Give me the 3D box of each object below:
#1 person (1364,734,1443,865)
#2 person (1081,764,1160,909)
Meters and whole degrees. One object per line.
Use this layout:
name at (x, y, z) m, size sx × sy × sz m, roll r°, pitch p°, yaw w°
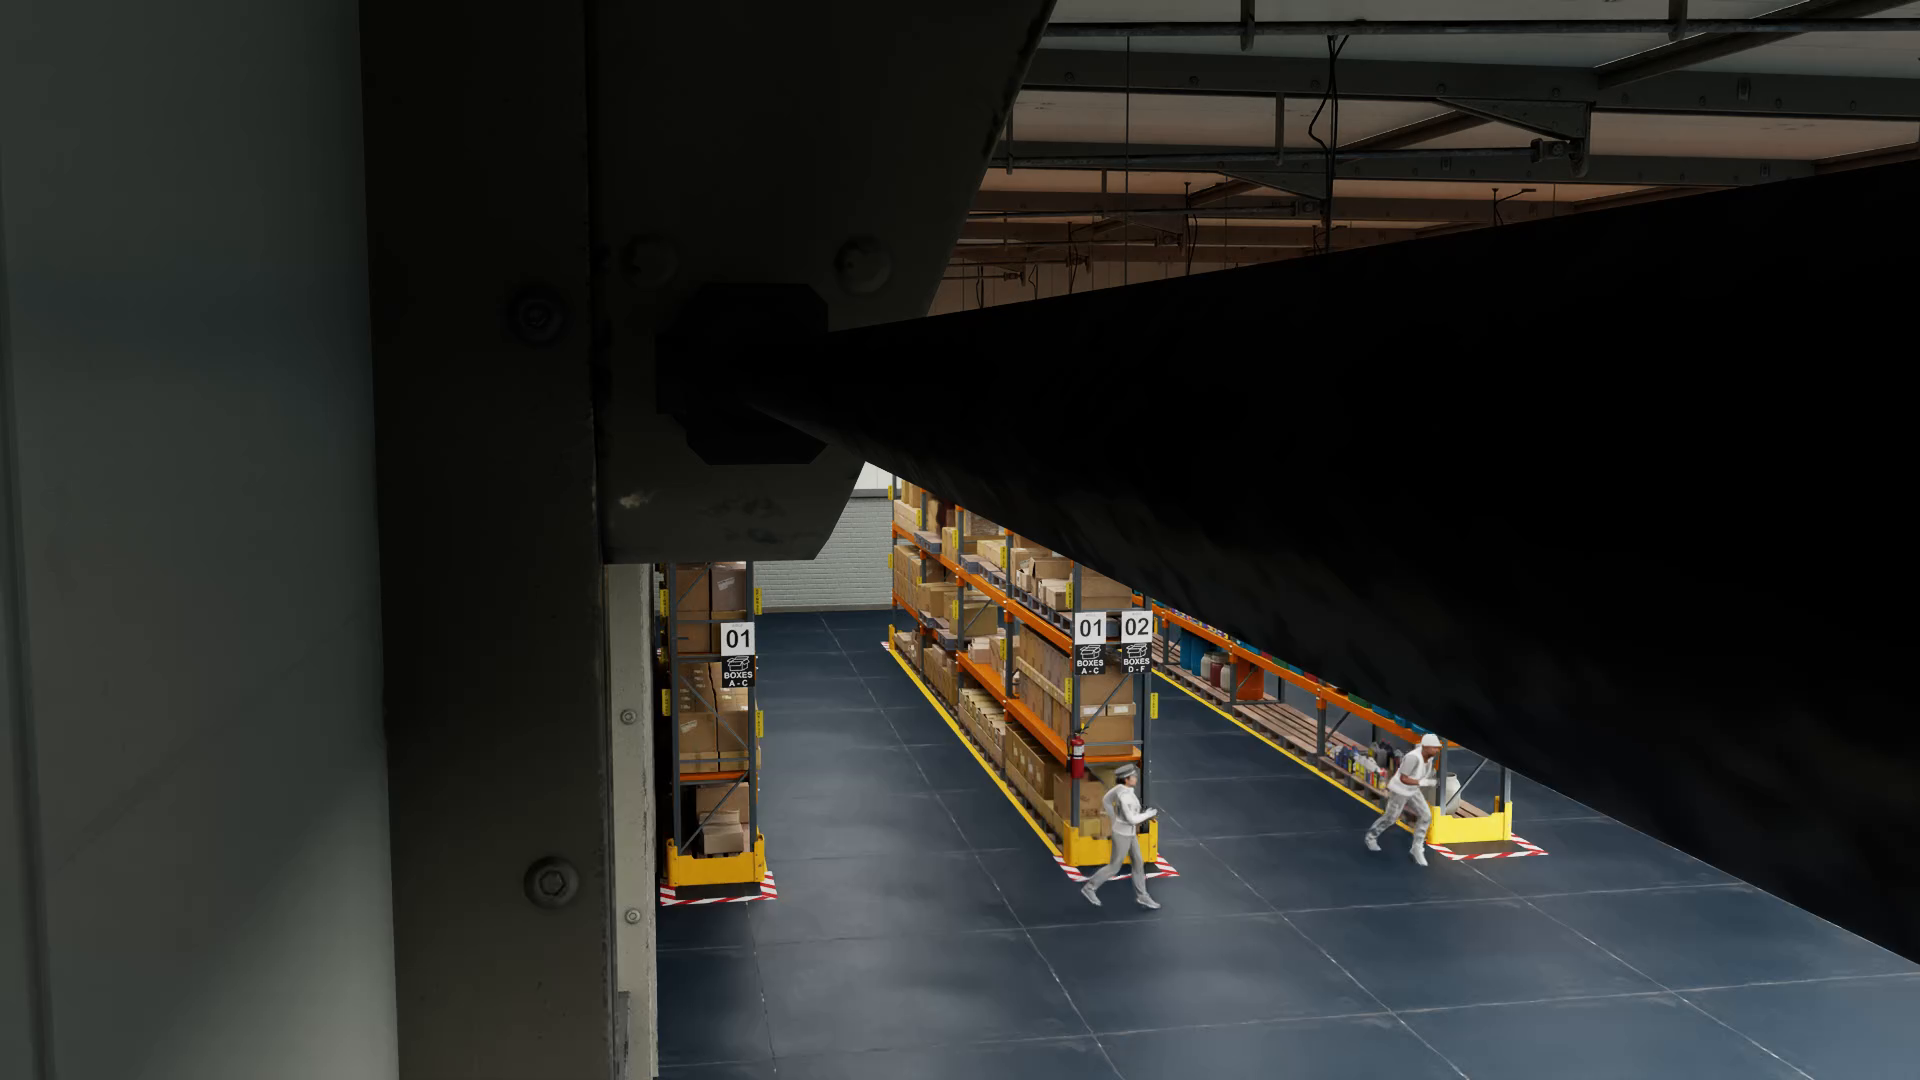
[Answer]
person at (5.622, 3.249, 21.087) m, size 1.020 × 1.724 × 0.727 m, roll 6°, pitch 8°, yaw 42°
person at (1.865, 3.403, 19.111) m, size 0.894 × 1.702 × 0.597 m, roll 1°, pitch 6°, yaw 5°
